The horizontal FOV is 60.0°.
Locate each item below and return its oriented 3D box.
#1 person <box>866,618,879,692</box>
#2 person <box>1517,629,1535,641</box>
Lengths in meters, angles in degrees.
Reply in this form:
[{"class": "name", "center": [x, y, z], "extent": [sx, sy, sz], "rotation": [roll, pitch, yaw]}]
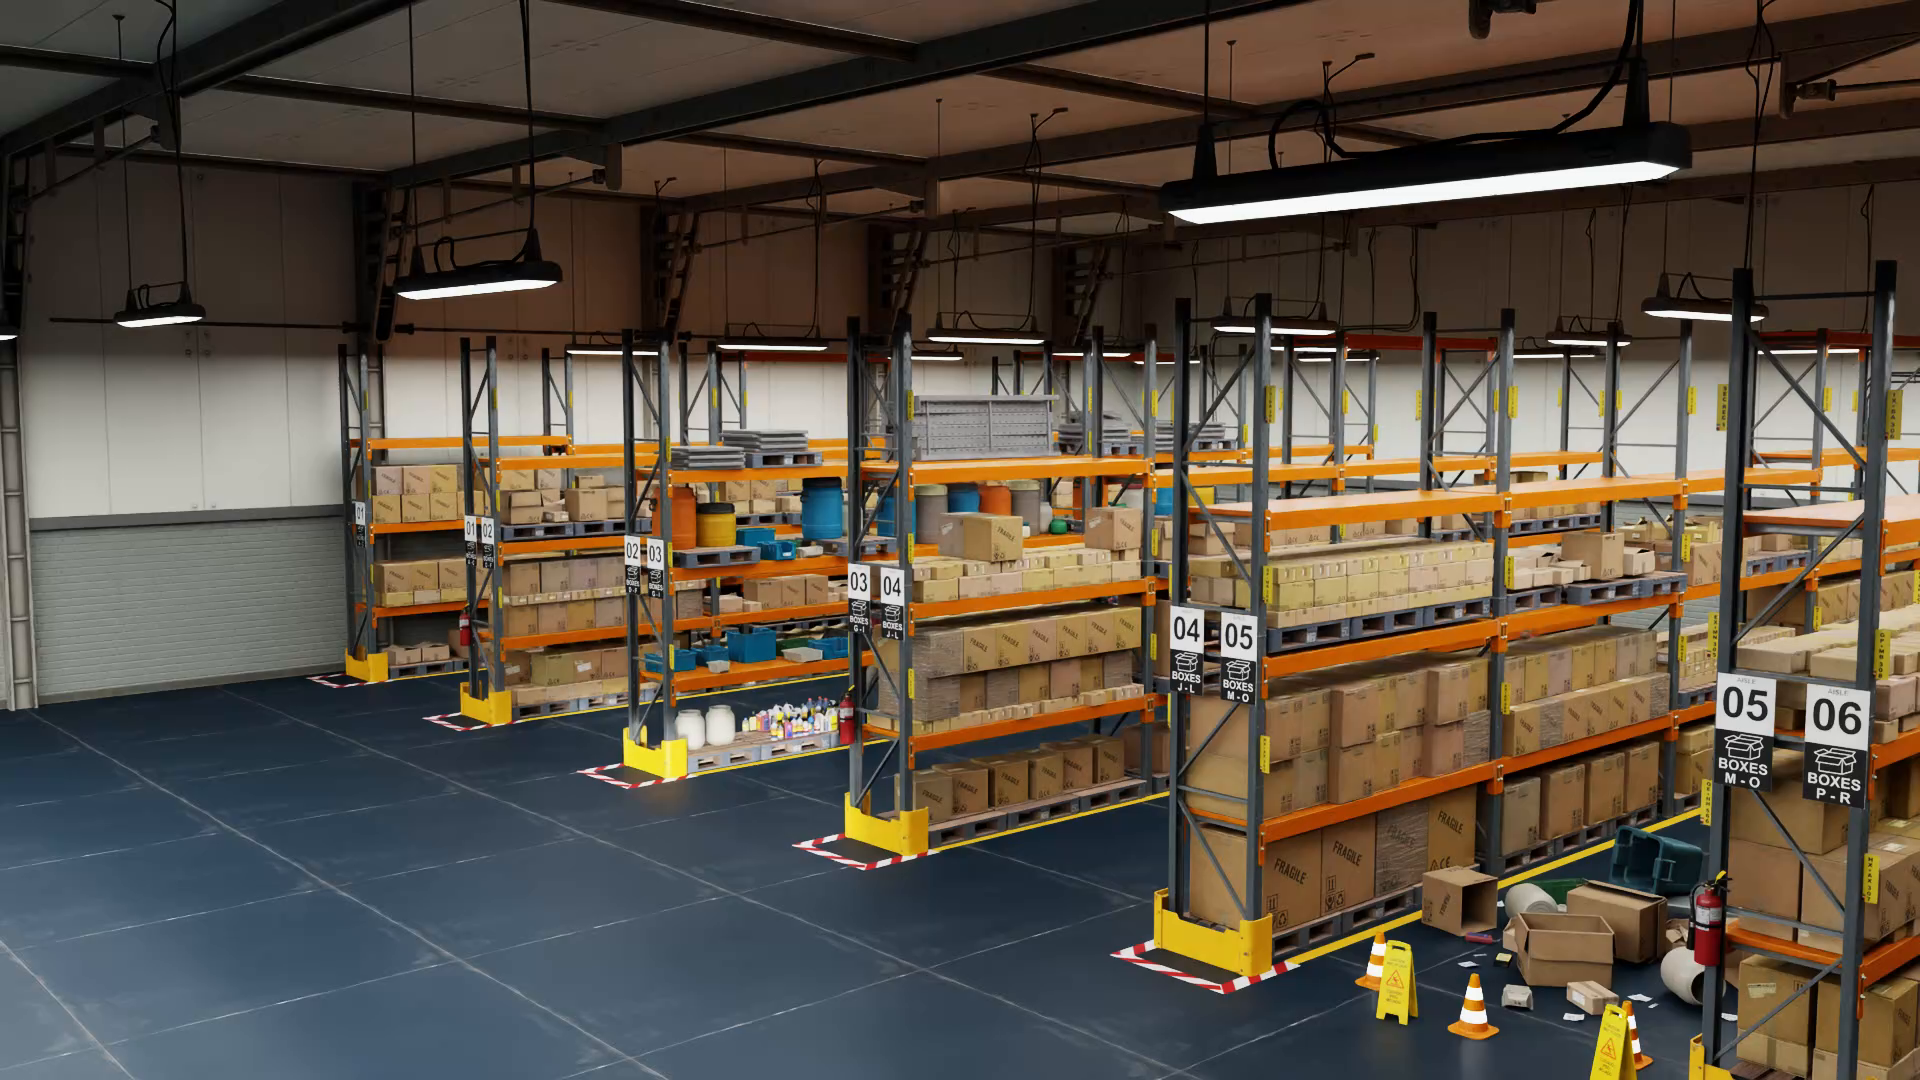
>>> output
[{"class": "person", "center": [-1.429, 1.957, 26.744], "extent": [1.045, 1.595, 0.462], "rotation": [-3, 6, -32]}, {"class": "person", "center": [8.829, 2.071, 25.496], "extent": [0.718, 1.637, 0.712], "rotation": [-3, 6, -34]}]
